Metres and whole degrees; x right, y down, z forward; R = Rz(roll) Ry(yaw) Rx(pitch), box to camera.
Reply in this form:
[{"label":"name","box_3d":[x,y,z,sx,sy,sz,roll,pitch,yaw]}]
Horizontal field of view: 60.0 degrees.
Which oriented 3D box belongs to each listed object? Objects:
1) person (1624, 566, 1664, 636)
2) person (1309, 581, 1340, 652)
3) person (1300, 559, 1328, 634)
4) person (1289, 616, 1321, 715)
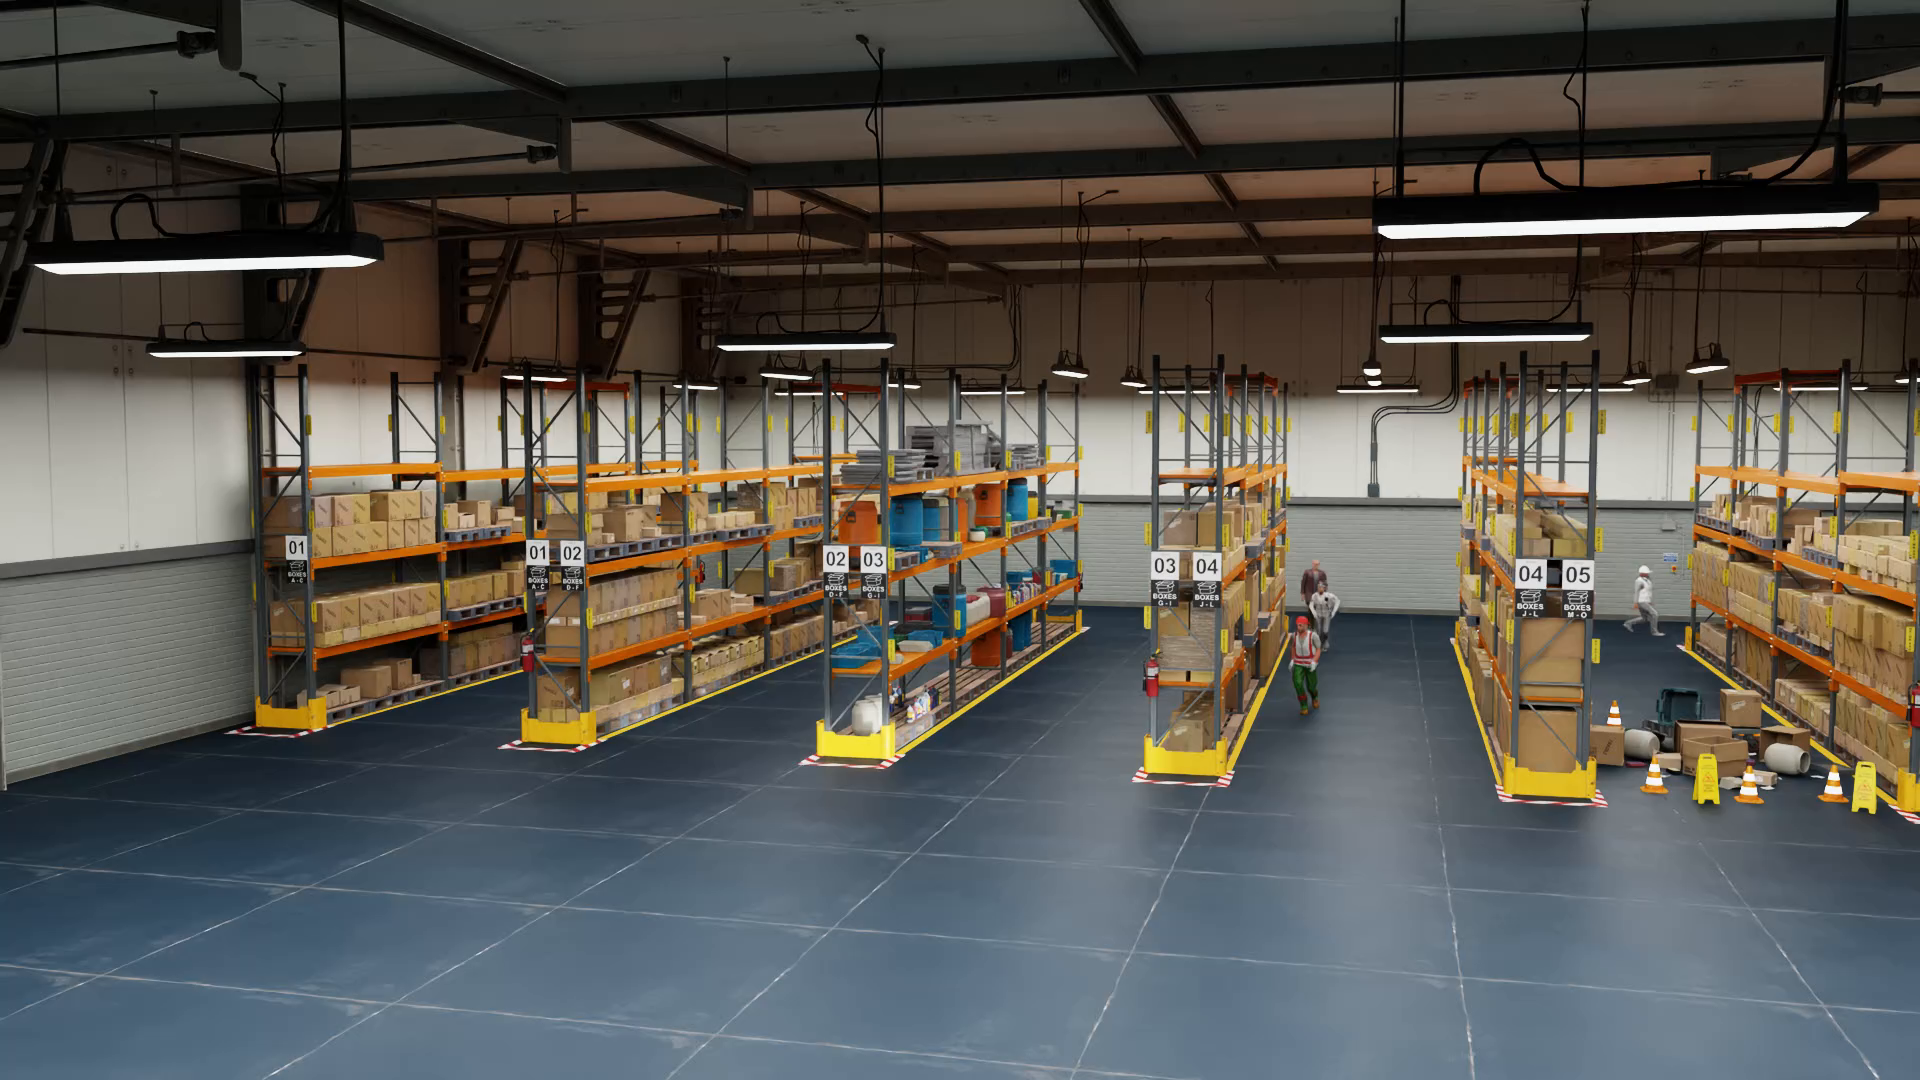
[{"label":"person","box_3d":[16.305,1.438,39.617,0.986,1.660,0.531,3,5,40]},{"label":"person","box_3d":[8.035,1.681,36.638,0.664,1.601,0.689,2,4,23]},{"label":"person","box_3d":[8.582,1.358,40.267,0.573,1.797,0.950,-1,4,-17]},{"label":"person","box_3d":[6.015,2.159,29.005,0.592,1.698,0.796,2,4,26]}]
